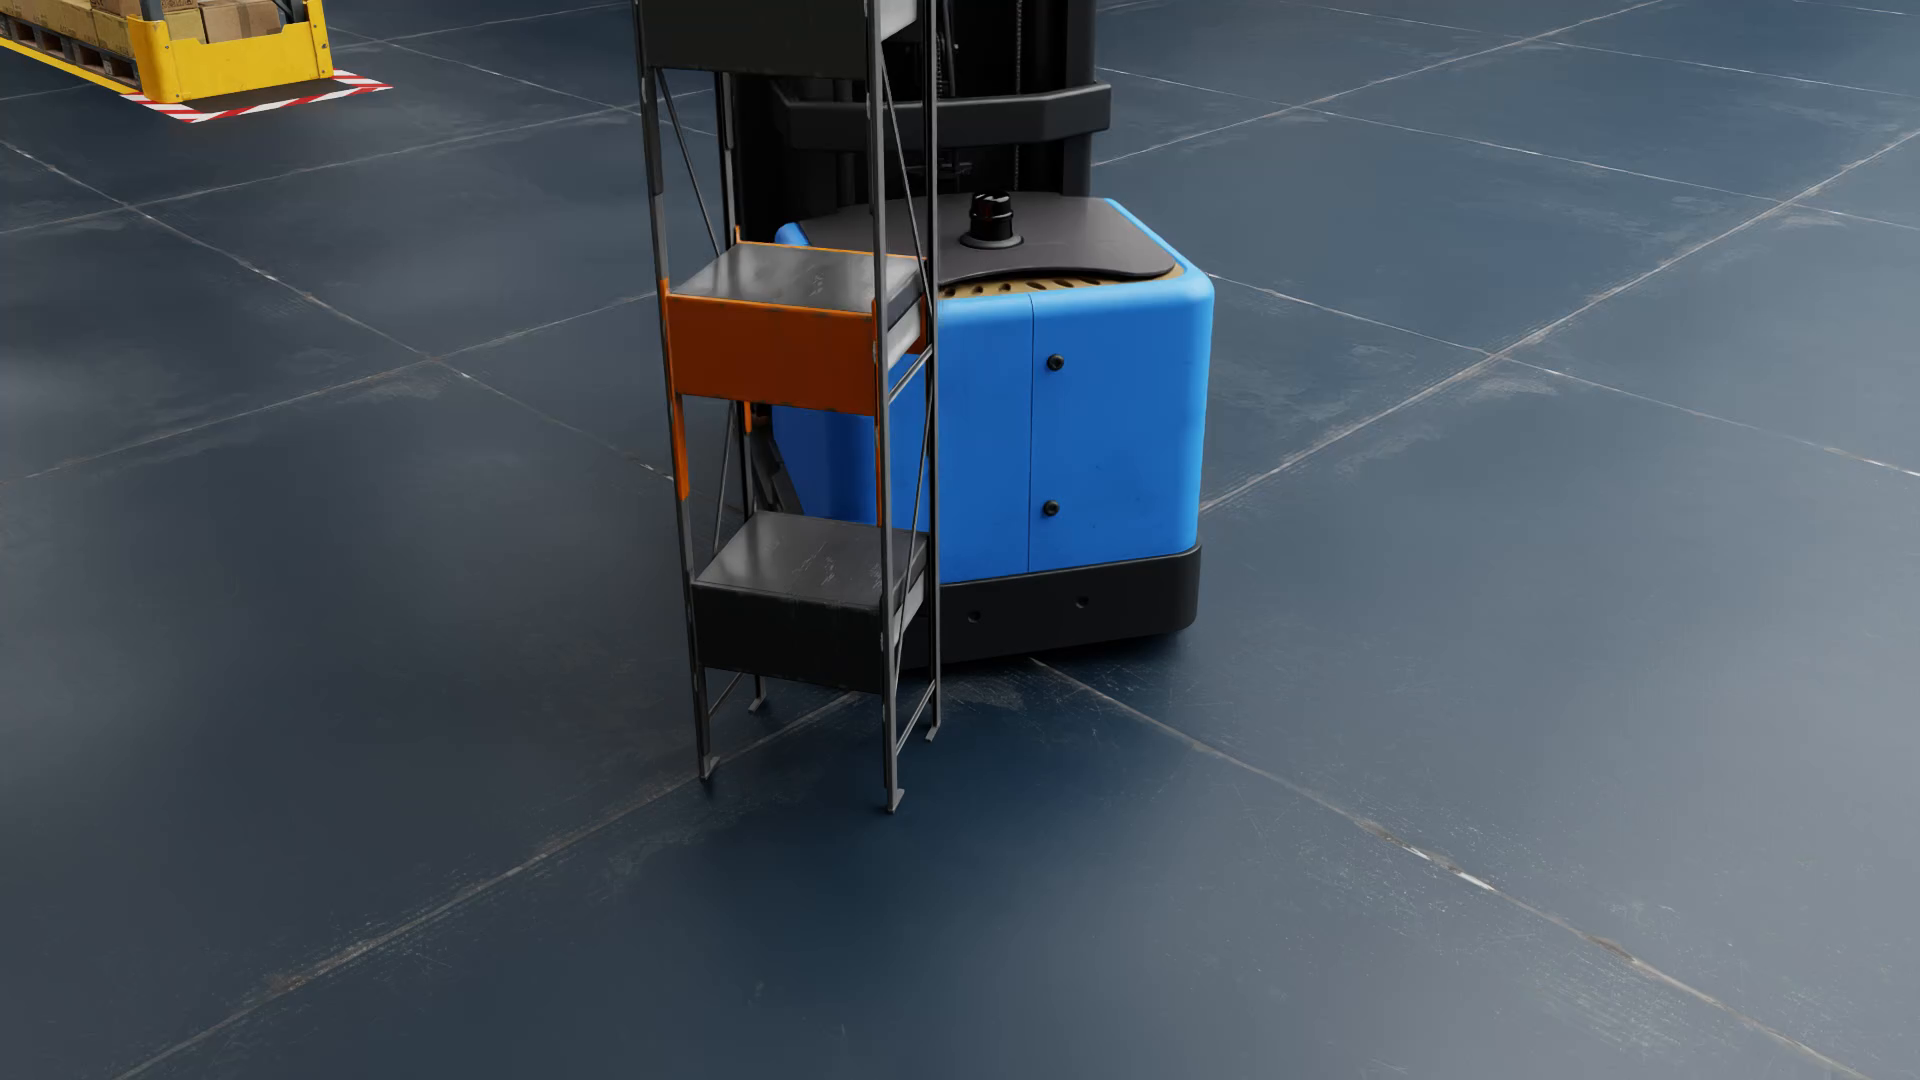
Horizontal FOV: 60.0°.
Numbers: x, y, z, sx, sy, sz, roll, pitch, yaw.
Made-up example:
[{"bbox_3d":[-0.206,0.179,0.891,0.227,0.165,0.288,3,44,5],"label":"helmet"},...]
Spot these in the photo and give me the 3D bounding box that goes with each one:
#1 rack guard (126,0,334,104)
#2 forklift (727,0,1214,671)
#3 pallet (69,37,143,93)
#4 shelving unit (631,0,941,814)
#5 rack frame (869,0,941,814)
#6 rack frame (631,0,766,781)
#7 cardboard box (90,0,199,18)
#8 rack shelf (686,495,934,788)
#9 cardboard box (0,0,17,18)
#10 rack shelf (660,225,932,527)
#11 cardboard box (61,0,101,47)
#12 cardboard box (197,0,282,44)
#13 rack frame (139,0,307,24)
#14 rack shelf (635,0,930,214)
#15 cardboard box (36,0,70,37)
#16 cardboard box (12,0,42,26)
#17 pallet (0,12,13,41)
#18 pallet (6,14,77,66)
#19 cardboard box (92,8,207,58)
[{"bbox_3d":[-4.722,-3.208,10.814,0.348,0.500,1.175,25,36,38],"label":"rack guard"},{"bbox_3d":[-0.206,-1.609,5.160,1.130,2.935,3.031,-7,29,-13],"label":"forklift"},{"bbox_3d":[-5.314,-3.324,11.344,1.213,0.211,1.003,25,36,38],"label":"pallet"},{"bbox_3d":[-0.347,-0.392,3.739,0.503,2.100,0.431,8,29,14],"label":"shelving unit"},{"bbox_3d":[-0.112,-0.361,3.680,0.015,2.100,0.400,8,29,14],"label":"rack frame"},{"bbox_3d":[-0.582,-0.423,3.799,0.015,2.100,0.400,8,29,14],"label":"rack frame"},{"bbox_3d":[-5.330,-3.699,10.759,0.500,0.500,0.500,25,36,38],"label":"cardboard box"},{"bbox_3d":[-0.347,0.240,4.071,0.480,0.518,0.431,8,29,14],"label":"rack shelf"},{"bbox_3d":[-6.767,-4.015,12.165,0.500,0.250,0.500,25,36,38],"label":"cardboard box"},{"bbox_3d":[-0.347,-0.380,3.746,0.480,0.518,0.431,8,29,14],"label":"rack shelf"},{"bbox_3d":[-5.693,-3.527,11.238,0.500,0.250,0.500,25,36,38],"label":"cardboard box"},{"bbox_3d":[-4.965,-3.540,11.262,0.500,0.250,0.500,25,36,38],"label":"cardboard box"},{"bbox_3d":[-4.739,-4.322,10.247,0.127,3.000,1.000,25,36,38],"label":"rack frame"},{"bbox_3d":[-0.347,-0.999,3.420,0.480,0.518,0.431,8,29,14],"label":"rack shelf"},{"bbox_3d":[-6.051,-3.690,11.547,0.500,0.250,0.500,25,36,38],"label":"cardboard box"},{"bbox_3d":[-6.406,-3.853,11.859,0.500,0.250,0.500,25,36,38],"label":"cardboard box"},{"bbox_3d":[-7.053,-4.120,12.858,1.213,0.211,1.003,25,36,38],"label":"pallet"},{"bbox_3d":[-6.179,-3.722,12.101,1.213,0.211,1.003,25,36,38],"label":"pallet"},{"bbox_3d":[-5.328,-3.368,10.935,0.500,0.250,0.500,25,36,38],"label":"cardboard box"}]
